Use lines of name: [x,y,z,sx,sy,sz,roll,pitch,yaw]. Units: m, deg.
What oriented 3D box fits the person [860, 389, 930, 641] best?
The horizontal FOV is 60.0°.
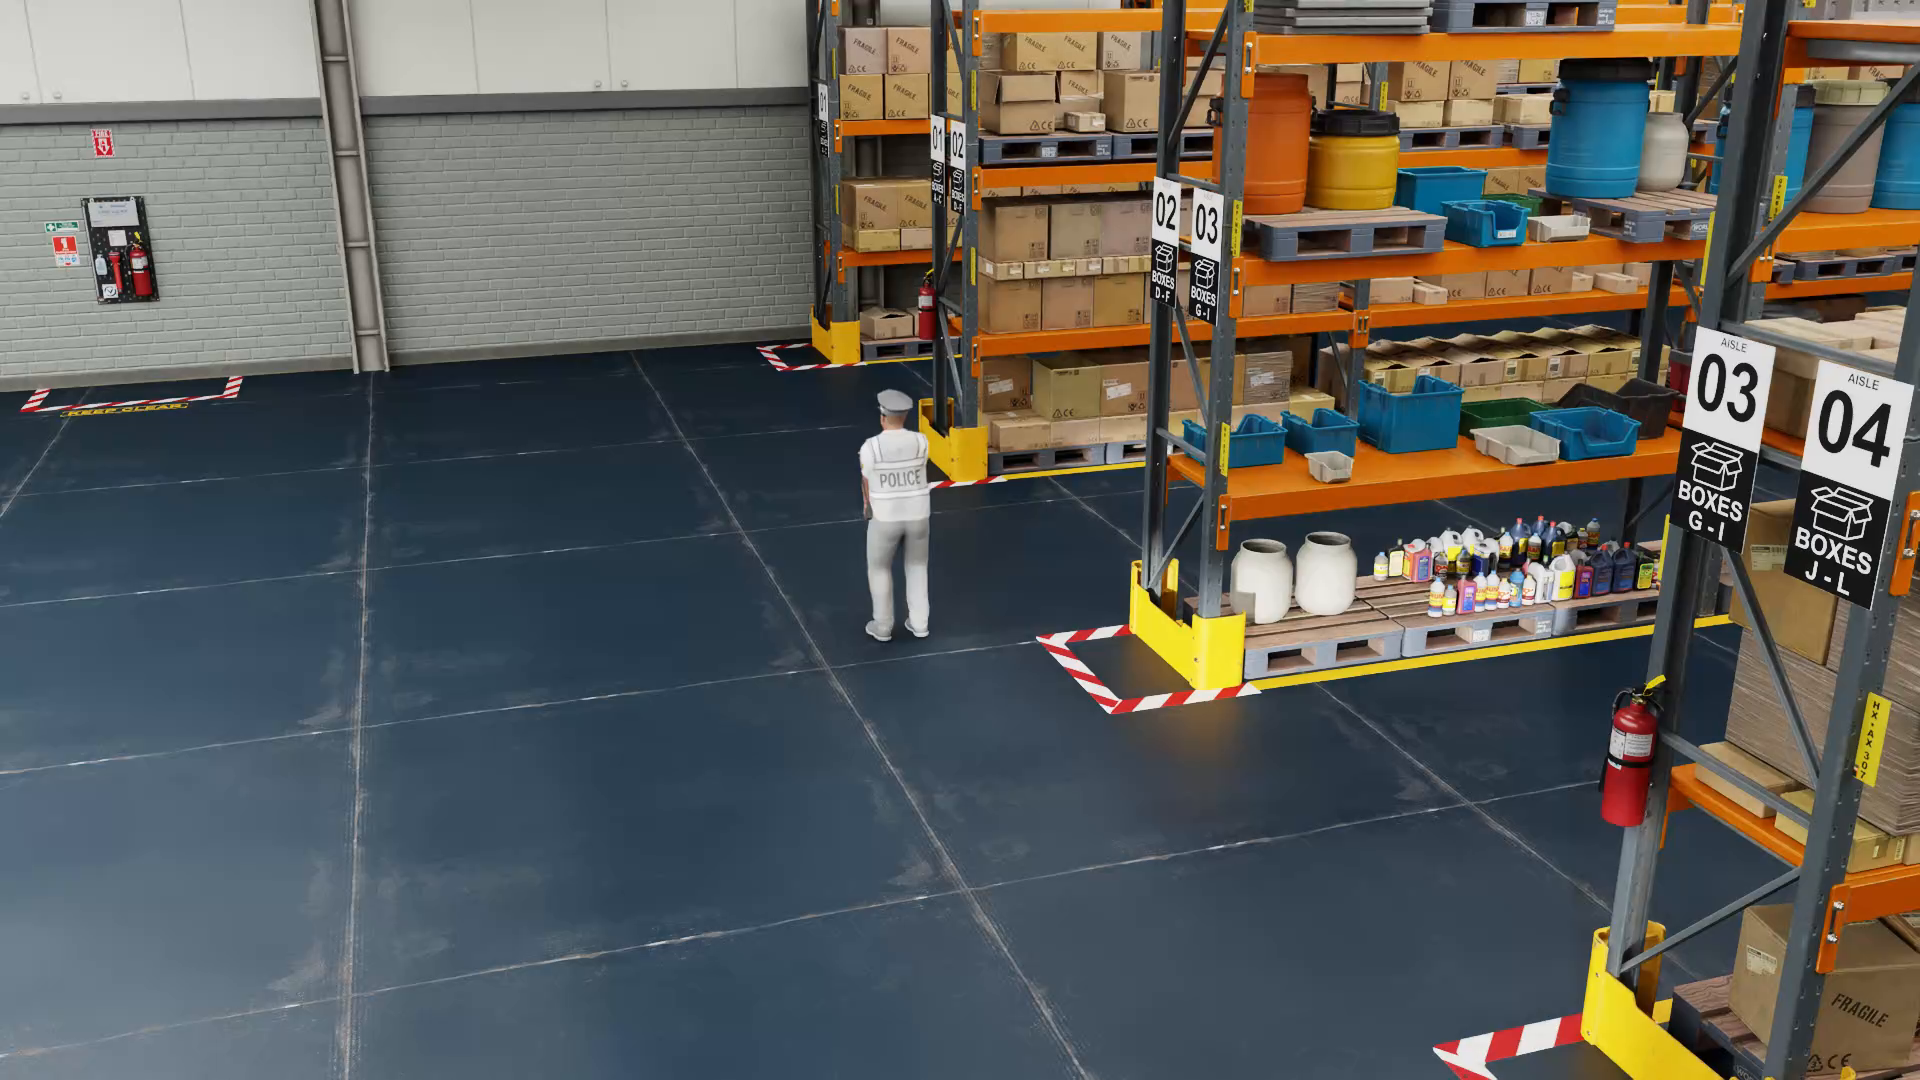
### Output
person: [-0.468,-0.185,11.574,0.490,1.770,0.575,-6,20,-18]
